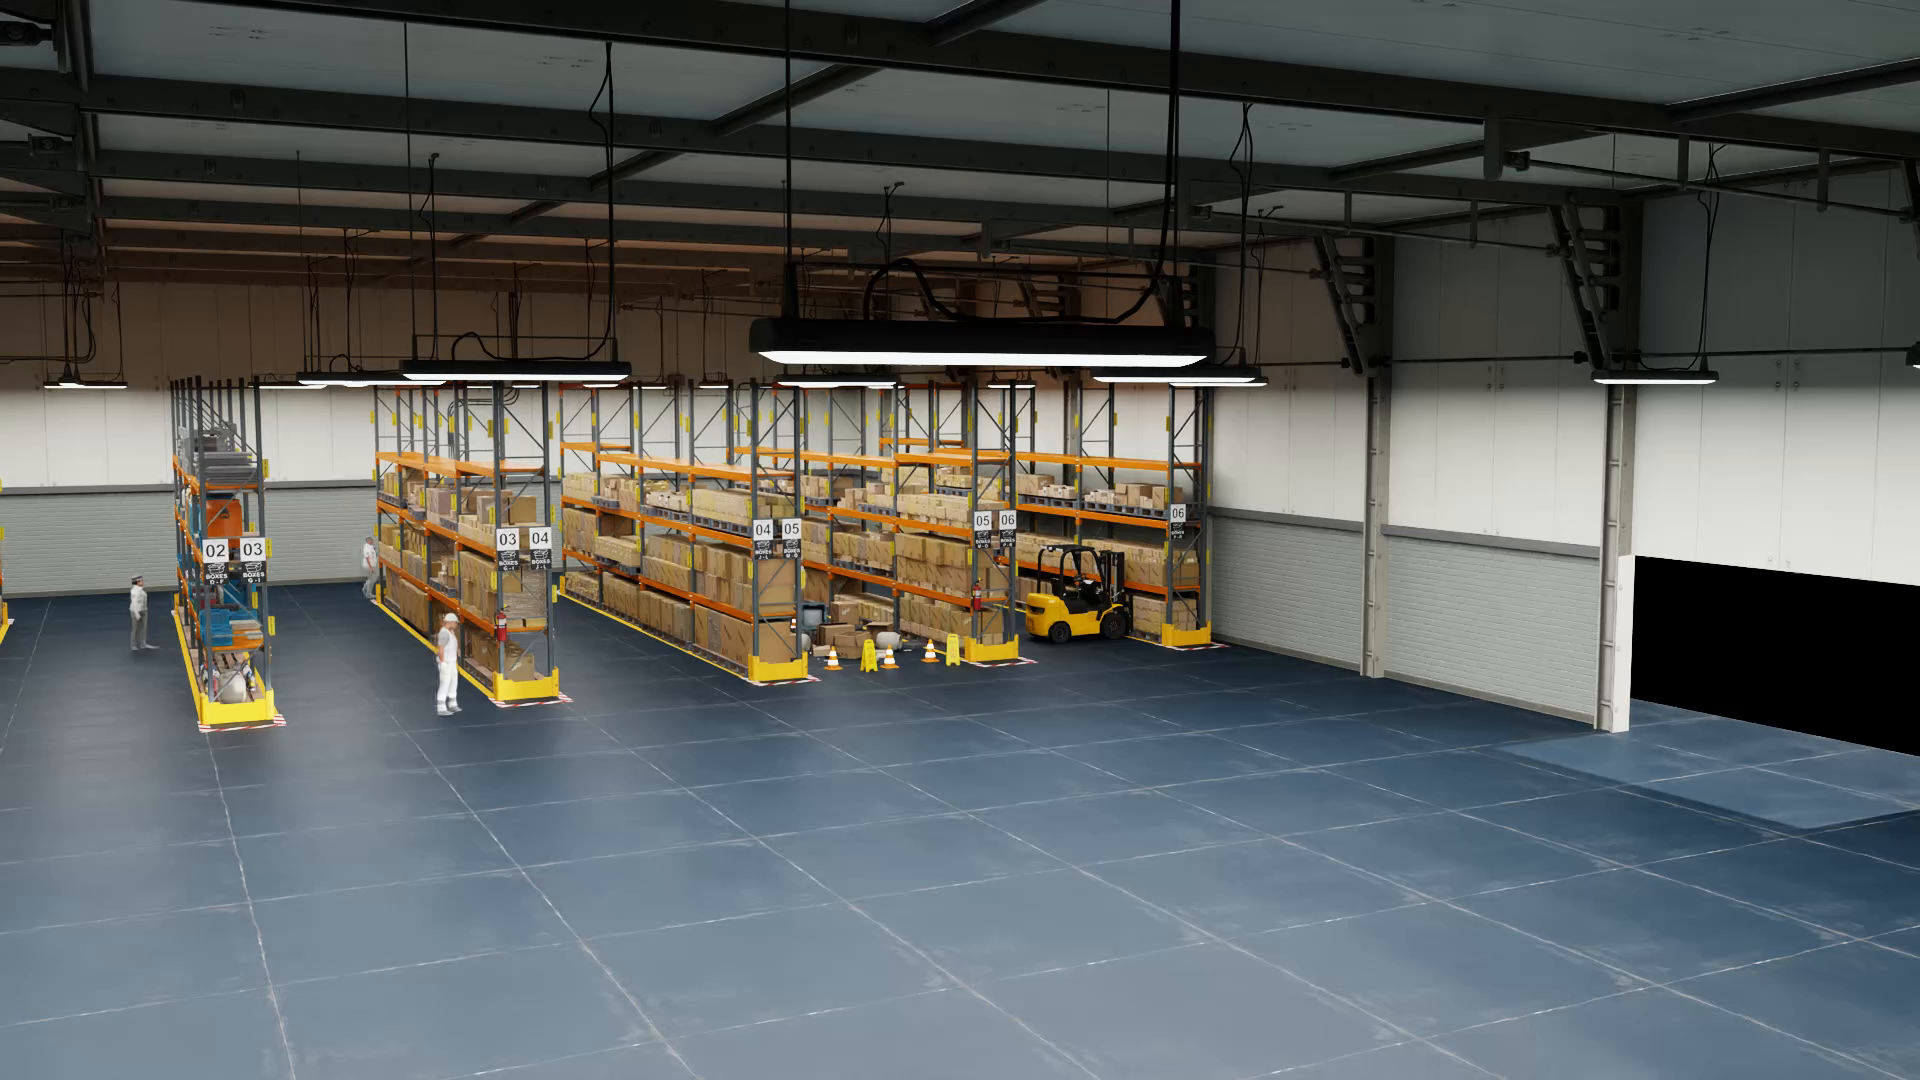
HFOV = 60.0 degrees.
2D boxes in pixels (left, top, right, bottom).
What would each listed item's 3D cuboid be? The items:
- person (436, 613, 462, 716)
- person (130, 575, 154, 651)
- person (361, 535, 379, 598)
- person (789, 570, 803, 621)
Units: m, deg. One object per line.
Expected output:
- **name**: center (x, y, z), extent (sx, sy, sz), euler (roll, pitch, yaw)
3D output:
- **person**: center (-9.112, 2.200, 29.662), extent (0.408, 1.786, 0.617), euler (0, 5, 1)
- **person**: center (-18.243, 1.607, 36.937), extent (0.420, 1.682, 0.516), euler (1, 5, 10)
- **person**: center (-16.361, 0.738, 46.106), extent (0.484, 1.765, 0.549), euler (-2, 6, -24)
- **person**: center (-4.135, 1.232, 41.225), extent (0.410, 1.688, 0.761), euler (-4, 6, -37)
